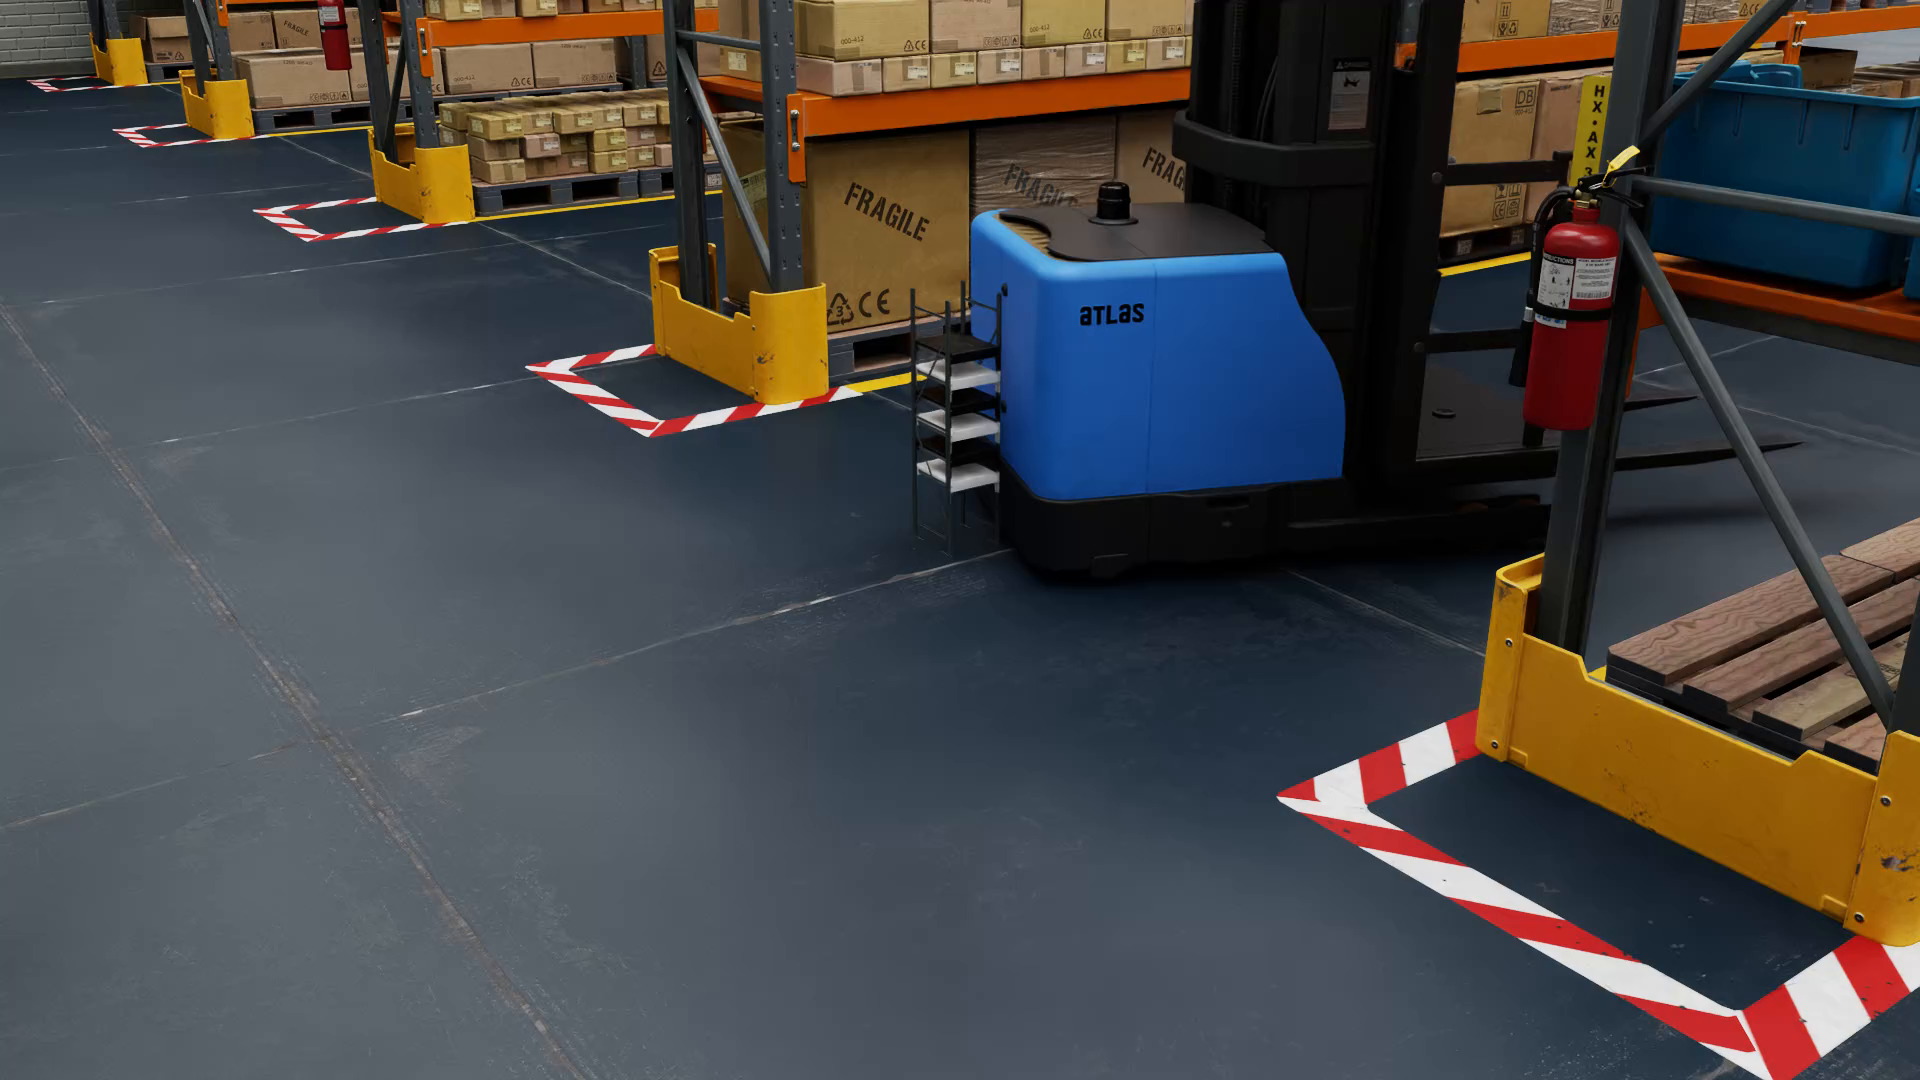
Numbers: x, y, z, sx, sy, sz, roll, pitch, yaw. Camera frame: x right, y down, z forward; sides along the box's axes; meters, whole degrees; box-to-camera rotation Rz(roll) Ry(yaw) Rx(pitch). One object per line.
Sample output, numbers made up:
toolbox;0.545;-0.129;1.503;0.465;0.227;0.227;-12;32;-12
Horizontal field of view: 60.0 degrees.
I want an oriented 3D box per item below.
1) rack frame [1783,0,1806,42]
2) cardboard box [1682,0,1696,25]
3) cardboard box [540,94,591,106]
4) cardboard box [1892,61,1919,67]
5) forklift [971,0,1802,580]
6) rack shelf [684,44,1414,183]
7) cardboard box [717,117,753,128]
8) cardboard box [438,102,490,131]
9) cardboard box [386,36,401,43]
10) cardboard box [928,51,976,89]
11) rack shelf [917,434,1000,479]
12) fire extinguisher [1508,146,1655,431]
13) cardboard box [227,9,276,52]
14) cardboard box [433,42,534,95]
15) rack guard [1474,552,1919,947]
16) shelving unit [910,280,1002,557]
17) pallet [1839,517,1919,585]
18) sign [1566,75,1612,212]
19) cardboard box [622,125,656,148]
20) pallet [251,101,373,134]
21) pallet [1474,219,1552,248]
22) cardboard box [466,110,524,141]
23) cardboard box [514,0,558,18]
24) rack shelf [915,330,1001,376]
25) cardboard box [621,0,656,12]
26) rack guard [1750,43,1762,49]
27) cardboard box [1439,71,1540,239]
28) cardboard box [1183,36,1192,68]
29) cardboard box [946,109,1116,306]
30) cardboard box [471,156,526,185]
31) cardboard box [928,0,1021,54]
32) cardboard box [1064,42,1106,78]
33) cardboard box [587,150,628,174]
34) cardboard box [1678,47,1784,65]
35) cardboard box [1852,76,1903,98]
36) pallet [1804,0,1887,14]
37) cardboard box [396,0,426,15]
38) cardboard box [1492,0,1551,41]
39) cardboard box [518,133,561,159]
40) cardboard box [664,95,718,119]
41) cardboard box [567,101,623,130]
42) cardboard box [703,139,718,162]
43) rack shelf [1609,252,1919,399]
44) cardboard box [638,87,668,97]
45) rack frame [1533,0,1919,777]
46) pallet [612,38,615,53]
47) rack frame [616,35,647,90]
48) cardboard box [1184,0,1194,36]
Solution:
rack frame;5.462;-3.933;11.704;0.127;3.000;1.000;-15;26;-33
cardboard box;4.378;-3.578;10.681;0.500;0.500;0.500;-16;27;-35
cardboard box;-2.945;-3.222;12.400;0.250;0.149;0.380;-16;27;-35
cardboard box;8.198;-3.715;13.939;0.500;0.500;0.700;-17;28;-37
forklift;1.600;-1.507;5.718;3.031;2.935;1.130;-5;22;-13
rack shelf;0.591;-2.300;8.583;4.000;0.370;1.077;-15;26;-33
cardboard box;-1.775;-3.163;12.654;0.250;0.149;0.380;-16;27;-35
cardboard box;-3.565;-3.053;11.978;0.250;0.149;0.380;-15;26;-32
cardboard box;-7.045;-6.180;20.458;0.258;0.266;0.396;-14;26;-31
cardboard box;-0.136;-2.173;7.635;0.250;0.149;0.380;-16;27;-34
rack shelf;-0.014;-0.301;5.770;0.200;0.077;0.258;-14;25;-30
fire extinguisher;1.472;-0.606;3.975;0.183;0.674;0.296;-15;26;-33
cardboard box;-8.453;-5.986;19.657;0.500;0.500;0.700;-14;26;-31
cardboard box;-4.872;-4.756;16.657;0.875;0.438;0.875;-16;27;-34
rack guard;1.848;0.459;4.071;0.348;0.500;1.175;-15;26;-33
shelving unit;-0.014;-0.416;5.725;0.210;0.900;0.258;-14;25;-30
pallet;3.542;0.155;5.224;1.213;0.211;1.003;-15;26;-33
sign;1.526;-0.949;4.006;0.005;0.325;0.100;-15;26;-33
cardboard box;-2.438;-2.991;12.224;0.250;0.149;0.380;-16;27;-35
pallet;-6.217;-4.084;15.846;1.213;0.211;1.003;-15;26;-33
pallet;3.788;-2.227;11.192;1.213;0.211;1.003;-15;26;-33
cardboard box;-3.223;-2.874;11.528;0.250;0.149;0.380;-16;27;-35
cardboard box;-2.961;-3.680;11.409;0.250;0.149;0.380;-16;27;-34
rack shelf;-0.014;-0.636;5.637;0.200;0.077;0.258;-14;25;-30
cardboard box;-2.379;-3.873;11.894;0.250;0.149;0.380;-16;27;-34
rack guard;9.160;-6.023;20.314;0.348;0.500;1.175;-15;26;-33
cardboard box;2.722;-2.420;10.213;0.875;0.875;1.225;-15;26;-33
cardboard box;1.116;-2.507;8.472;0.250;0.149;0.380;-15;26;-34
cardboard box;0.179;-1.769;8.582;0.875;0.875;0.875;-15;26;-33
cardboard box;-3.235;-2.603;11.653;0.250;0.149;0.380;-14;26;-32
cardboard box;-0.067;-2.407;7.681;0.500;0.250;0.500;-15;26;-33
cardboard box;0.491;-2.341;8.055;0.250;0.149;0.380;-15;26;-33
cardboard box;-2.601;-2.763;12.052;0.250;0.149;0.380;-15;26;-32
cardboard box;4.889;-2.998;11.662;0.875;0.875;1.225;-16;27;-35
cardboard box;6.893;-3.376;13.088;0.500;0.500;0.700;-12;25;-28
pallet;5.978;-4.030;12.207;1.003;0.211;1.213;-15;26;-33
cardboard box;-3.747;-3.754;11.596;0.250;0.149;0.380;-15;26;-33
cardboard box;3.142;-3.247;9.851;0.500;0.500;0.500;-15;26;-33
cardboard box;-3.017;-2.803;11.751;0.250;0.149;0.380;-15;26;-33
cardboard box;-2.018;-3.248;12.465;0.250;0.149;0.380;-15;26;-33
cardboard box;-2.637;-3.064;12.005;0.250;0.149;0.380;-16;27;-35
cardboard box;-1.987;-2.942;12.502;0.250;0.149;0.380;-15;26;-33
rack shelf;3.484;-0.810;4.849;4.000;0.370;1.077;-15;26;-33
cardboard box;-2.284;-3.385;12.810;0.250;0.149;0.380;-15;26;-33
rack frame;1.860;-0.711;3.631;0.127;3.000;1.000;-15;26;-33
pallet;-4.846;-6.699;22.399;1.213;0.211;1.003;-15;26;-33
rack frame;-3.573;-6.048;17.006;0.127;3.000;1.000;-15;26;-33
cardboard box;1.177;-2.738;8.510;0.500;0.250;0.500;-14;26;-32
